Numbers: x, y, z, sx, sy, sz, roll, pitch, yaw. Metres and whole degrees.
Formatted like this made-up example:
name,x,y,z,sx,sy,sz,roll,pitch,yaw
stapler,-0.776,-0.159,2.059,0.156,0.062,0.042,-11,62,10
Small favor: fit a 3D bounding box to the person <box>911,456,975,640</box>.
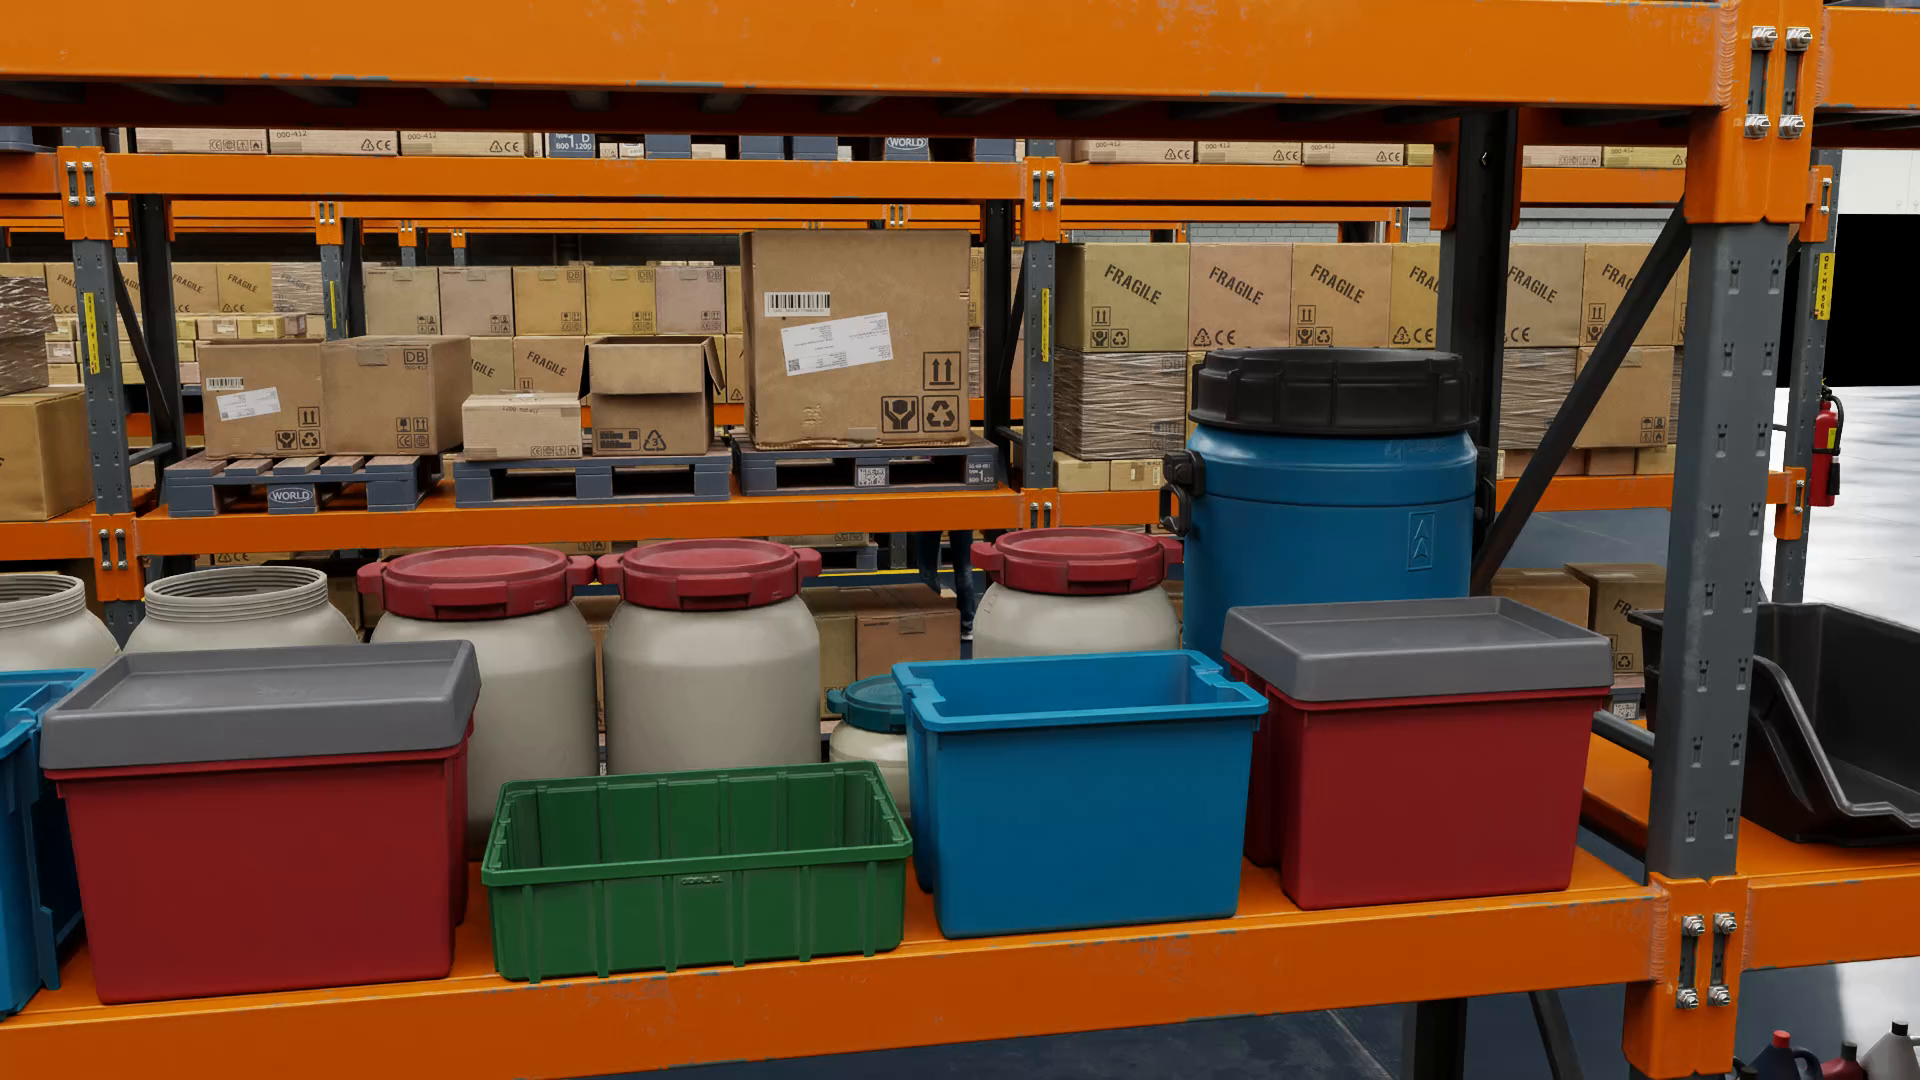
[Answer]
name,x,y,z,sx,sy,sz,roll,pitch,yaw
person,-0.102,-0.155,10.321,0.484,1.592,0.346,-3,10,-14
